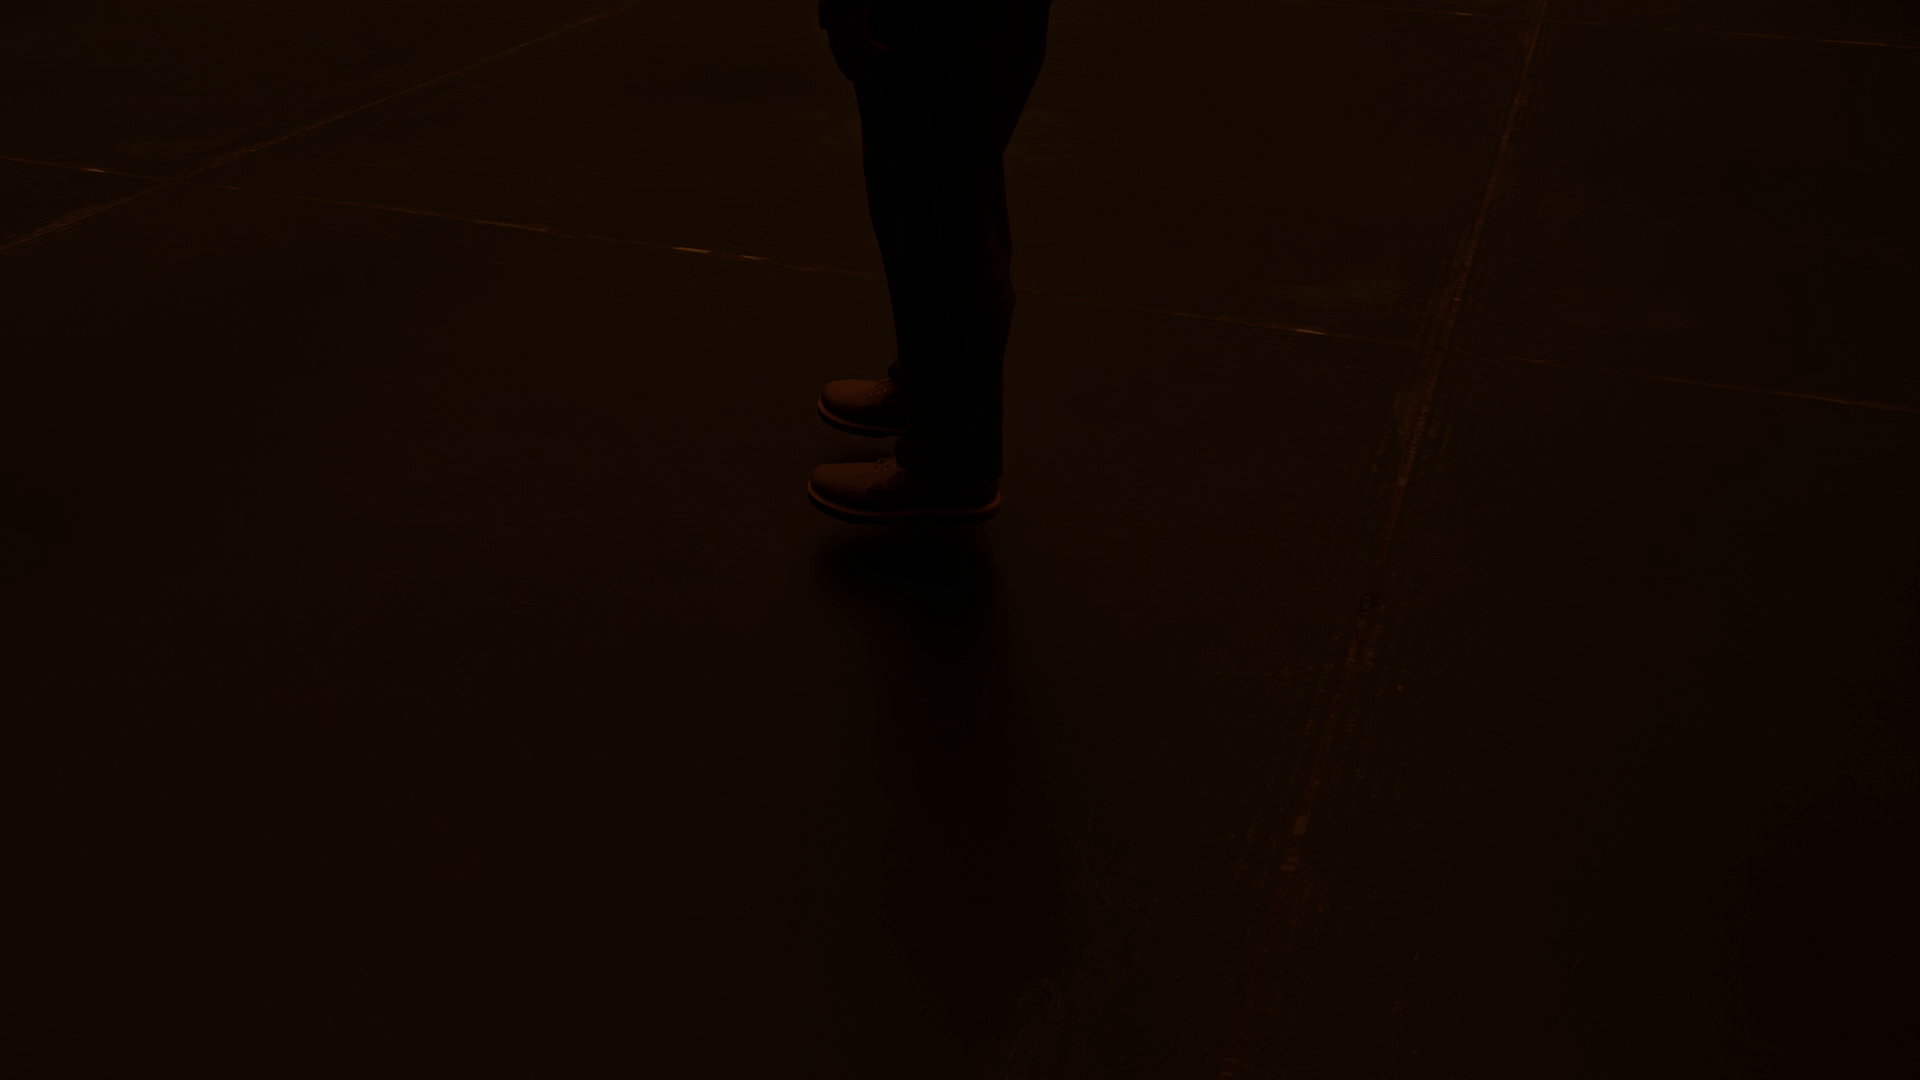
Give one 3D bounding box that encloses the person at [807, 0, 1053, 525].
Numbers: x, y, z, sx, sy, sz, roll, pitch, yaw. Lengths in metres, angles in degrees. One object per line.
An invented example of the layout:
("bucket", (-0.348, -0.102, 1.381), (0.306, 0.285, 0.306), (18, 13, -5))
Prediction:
("person", (-0.076, -0.785, 2.111), (0.503, 1.655, 0.570), (10, 31, 18))
